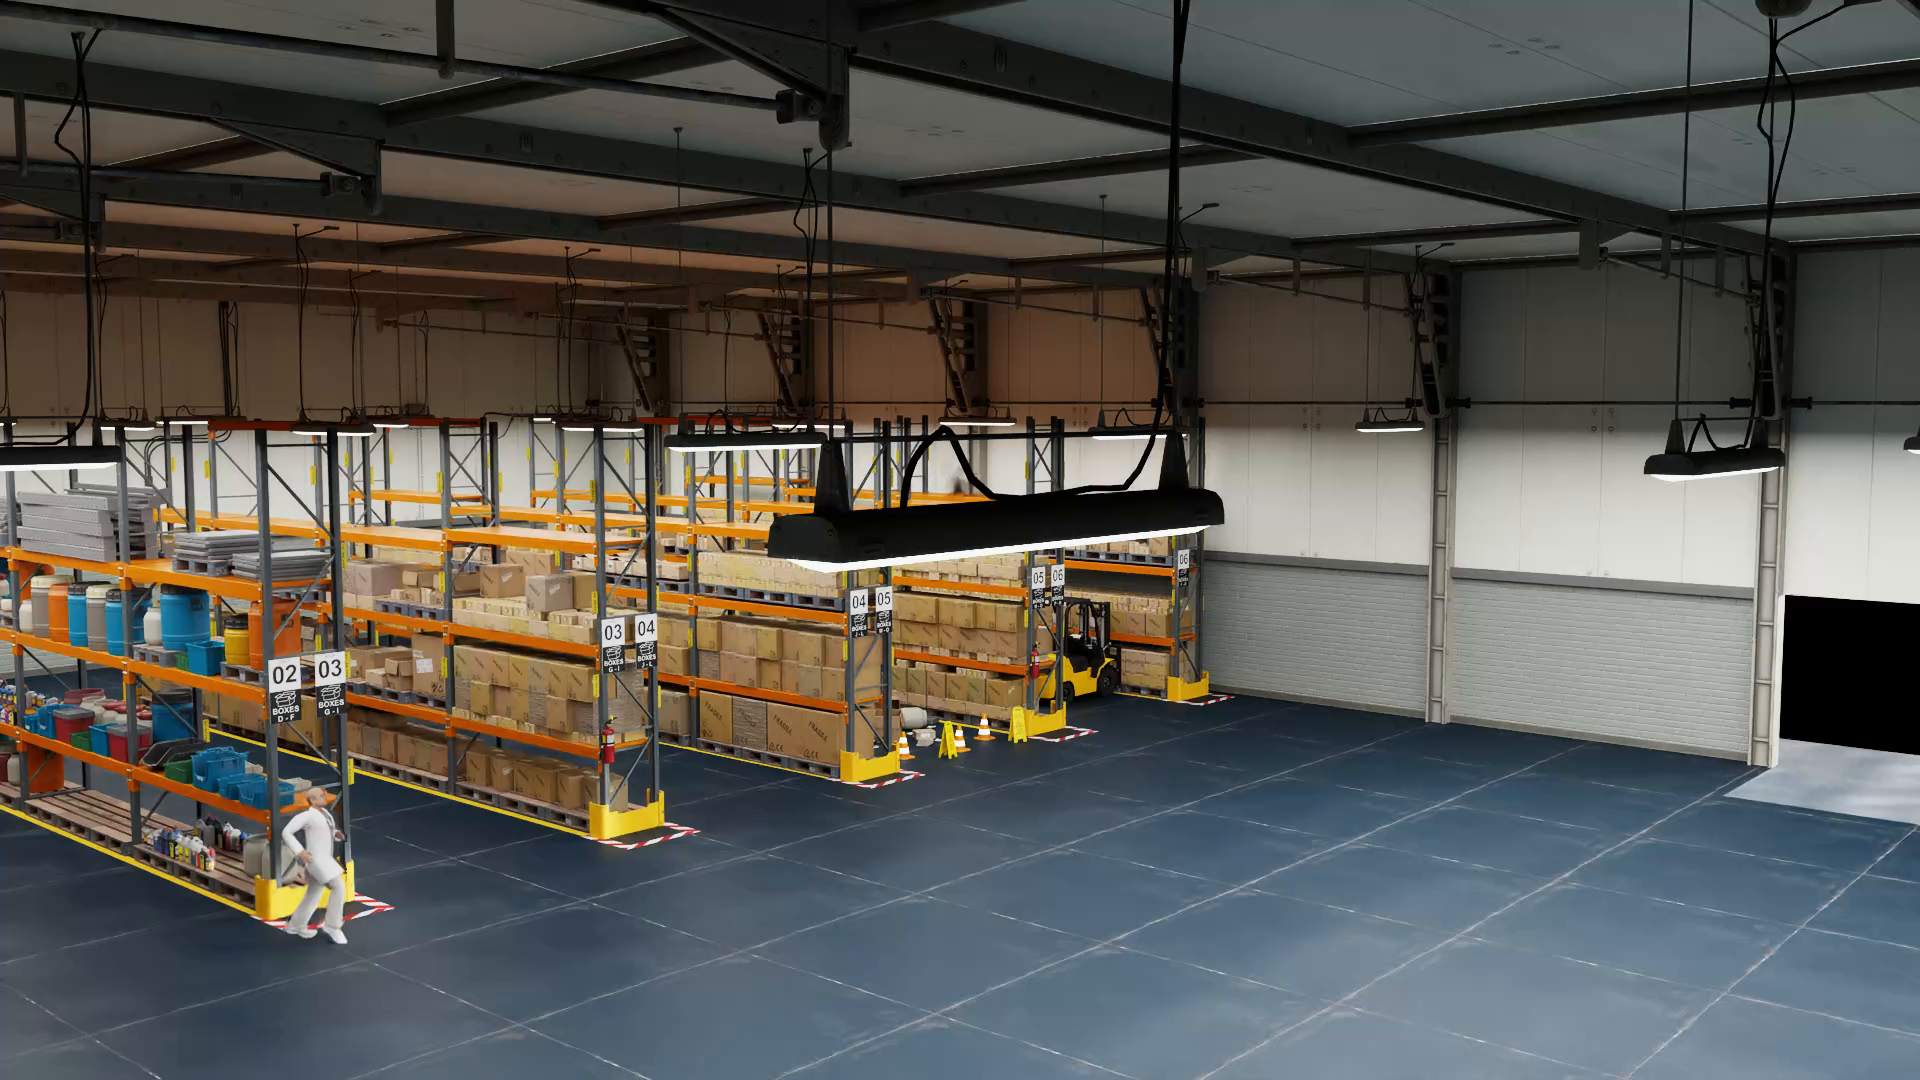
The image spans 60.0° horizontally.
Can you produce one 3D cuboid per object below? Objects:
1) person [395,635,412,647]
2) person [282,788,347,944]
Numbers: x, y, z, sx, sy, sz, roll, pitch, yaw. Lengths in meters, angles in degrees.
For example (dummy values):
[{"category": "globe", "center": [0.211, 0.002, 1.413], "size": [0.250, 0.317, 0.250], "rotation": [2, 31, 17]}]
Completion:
[{"category": "person", "center": [-13.502, 2.107, 40.403], "size": [0.627, 1.773, 0.868], "rotation": [3, 6, 31]}, {"category": "person", "center": [-7.584, 3.833, 19.598], "size": [0.724, 1.833, 0.731], "rotation": [-1, 5, -10]}]
